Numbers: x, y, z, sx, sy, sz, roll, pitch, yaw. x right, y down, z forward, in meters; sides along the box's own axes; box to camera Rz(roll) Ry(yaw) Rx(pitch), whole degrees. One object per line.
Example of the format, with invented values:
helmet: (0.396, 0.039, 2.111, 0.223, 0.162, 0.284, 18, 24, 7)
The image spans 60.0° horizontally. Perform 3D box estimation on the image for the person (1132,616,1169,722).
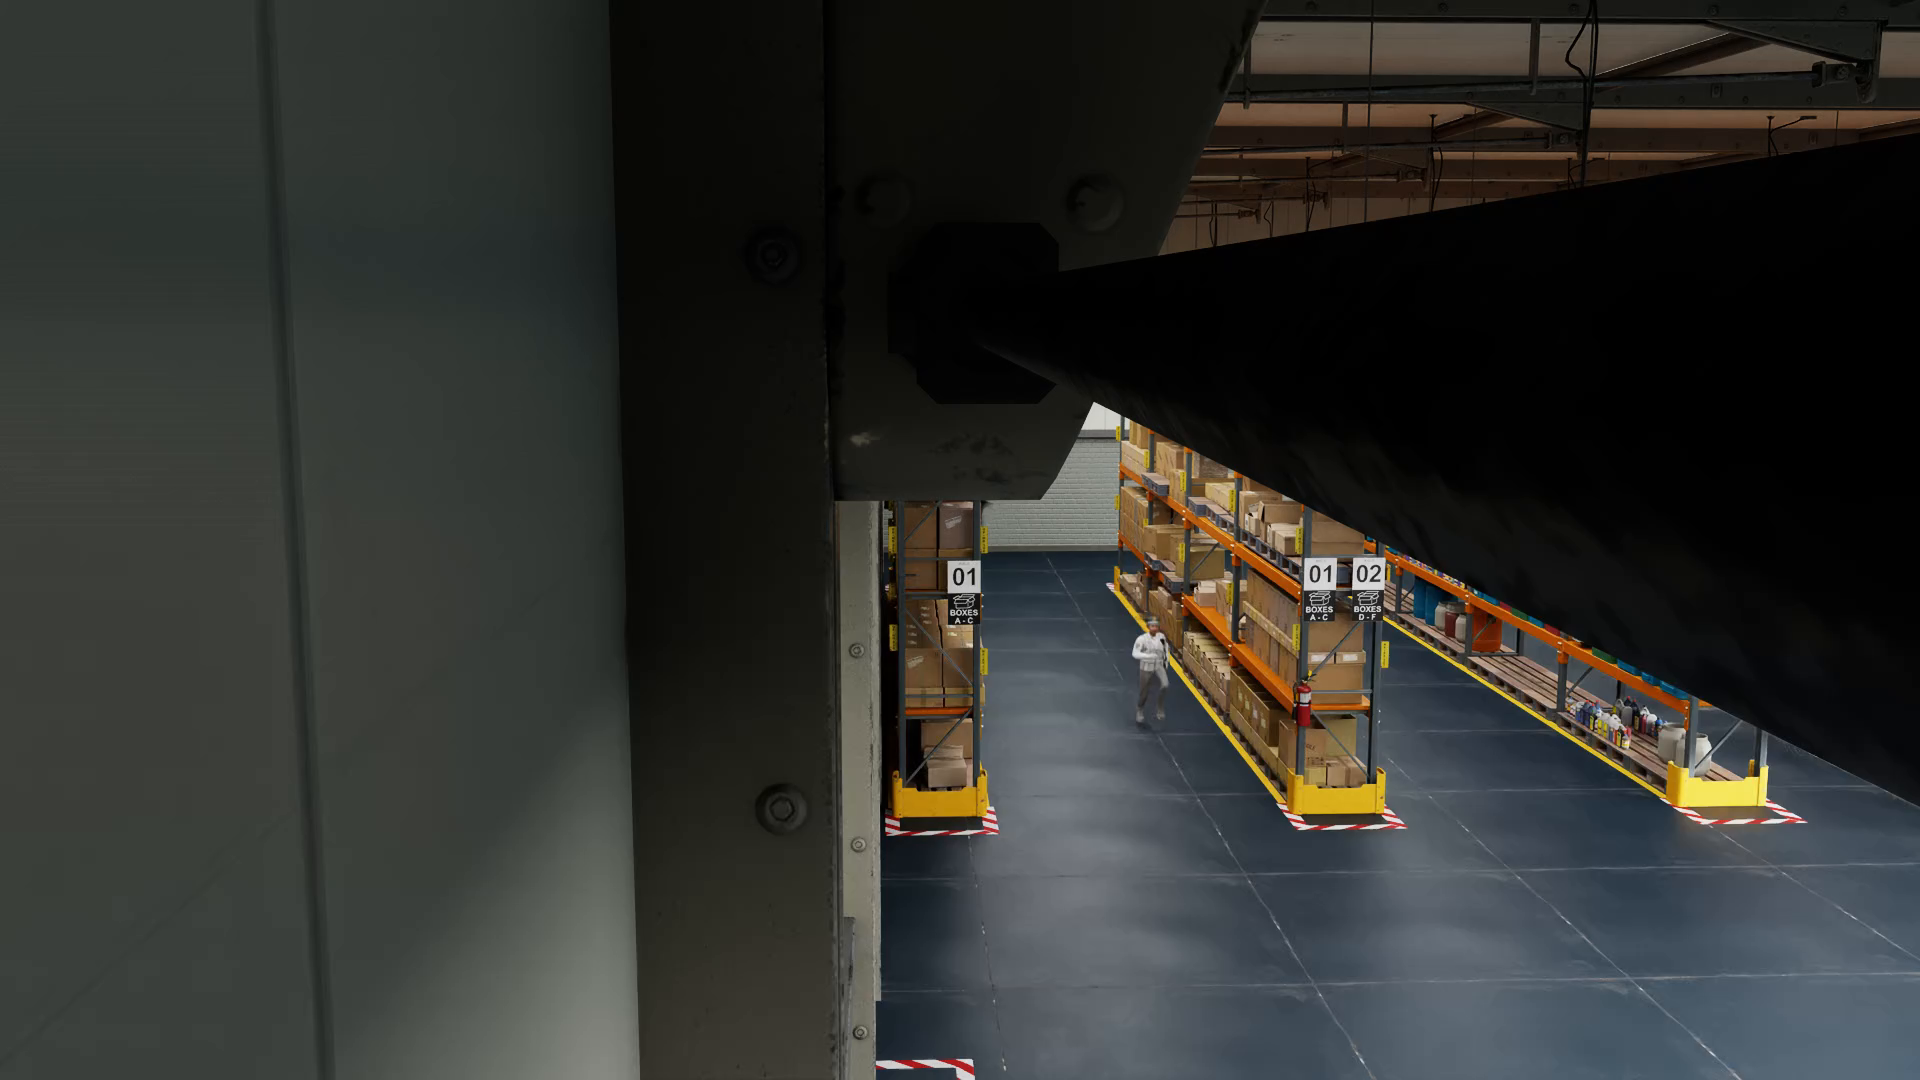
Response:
person: (2.824, 1.929, 24.577, 0.629, 1.670, 0.888, -2, 8, -11)
